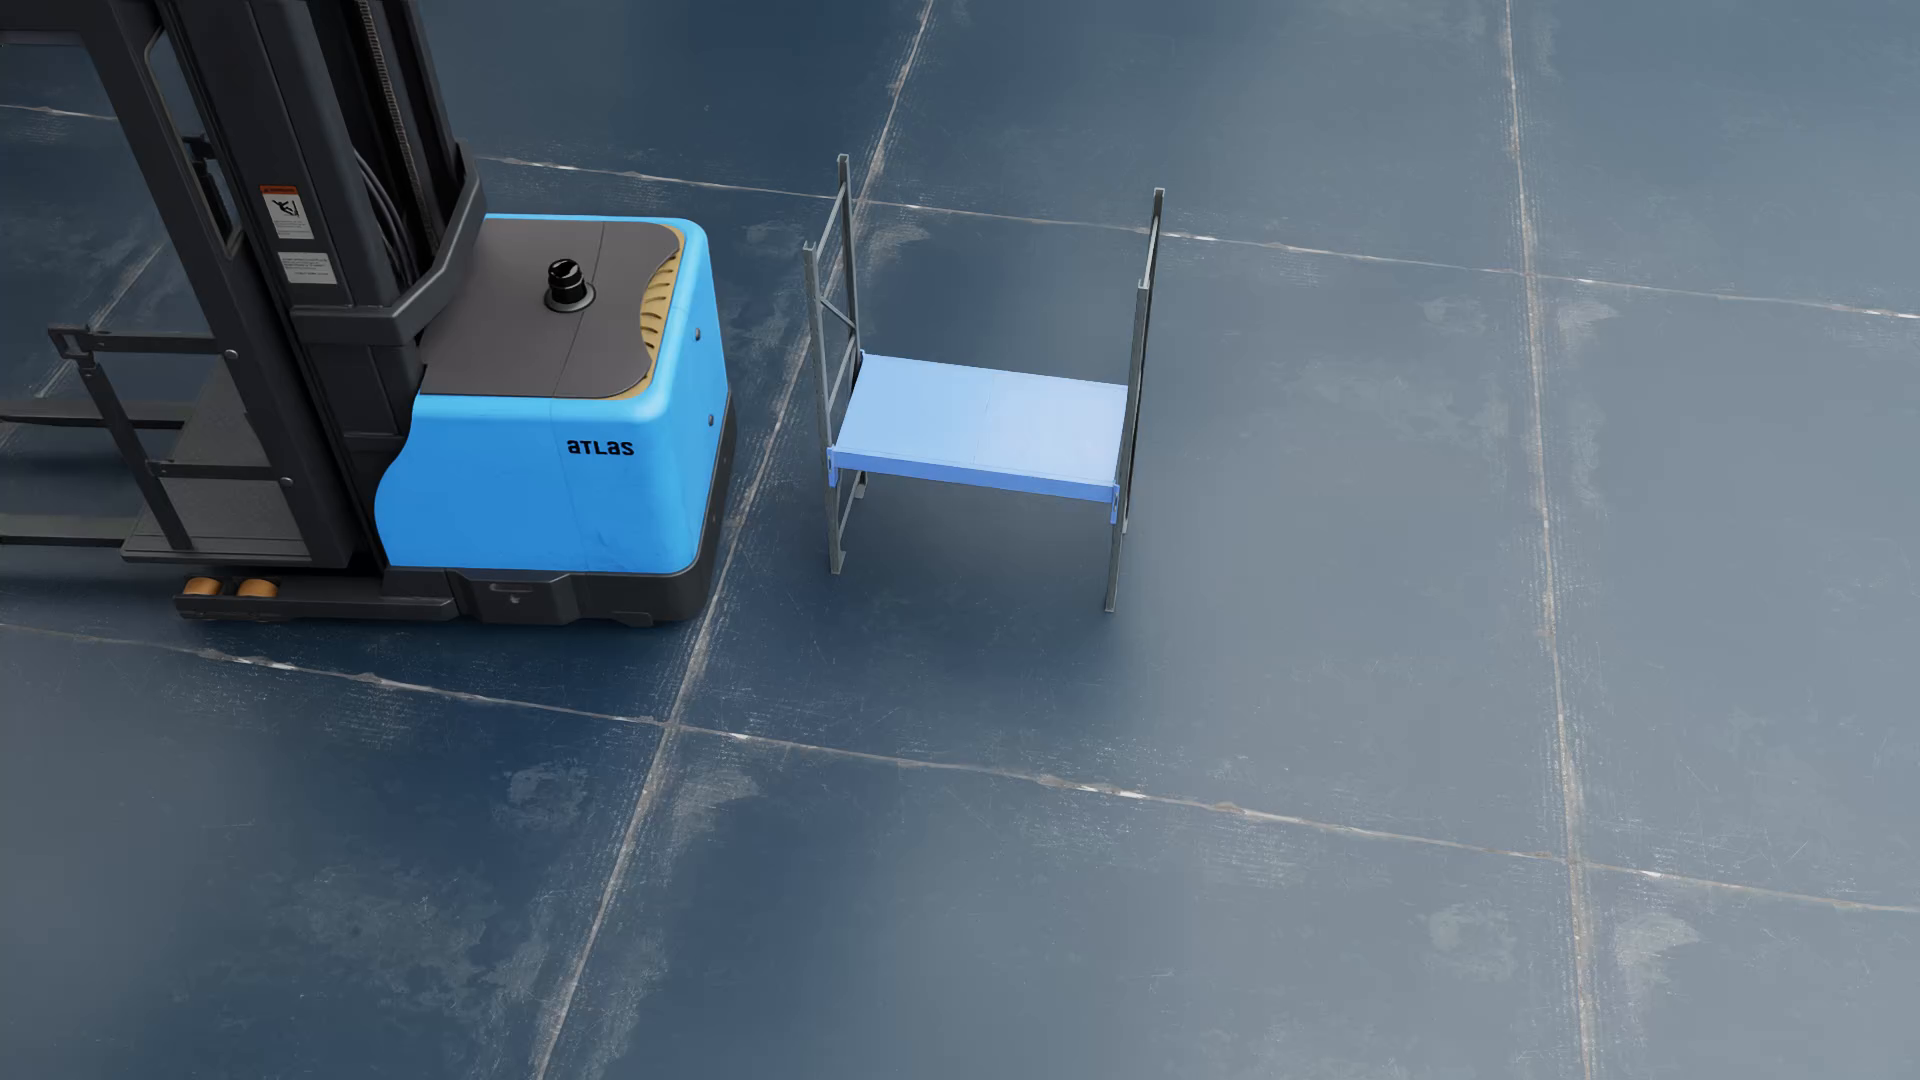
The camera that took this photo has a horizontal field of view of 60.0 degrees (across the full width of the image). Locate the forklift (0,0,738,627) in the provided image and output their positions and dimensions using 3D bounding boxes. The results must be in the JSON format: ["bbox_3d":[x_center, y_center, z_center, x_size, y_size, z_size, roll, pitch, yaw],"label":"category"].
[{"bbox_3d":[-2.402,-1.076,5.246,3.031,2.935,1.130,2,48,2],"label":"forklift"}]

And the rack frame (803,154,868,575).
[{"bbox_3d":[-0.416,-0.557,5.742,0.032,1.500,0.500,8,49,7],"label":"rack frame"}]

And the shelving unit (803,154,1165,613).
[{"bbox_3d":[0.084,-0.490,5.682,1.048,1.500,0.538,8,49,7],"label":"shelving unit"}]

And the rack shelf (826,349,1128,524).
[{"bbox_3d":[0.084,-0.370,5.816,1.000,0.185,0.538,8,49,7],"label":"rack shelf"}]

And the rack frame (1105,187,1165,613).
[{"bbox_3d":[0.584,-0.423,5.622,0.032,1.500,0.500,8,49,7],"label":"rack frame"}]
